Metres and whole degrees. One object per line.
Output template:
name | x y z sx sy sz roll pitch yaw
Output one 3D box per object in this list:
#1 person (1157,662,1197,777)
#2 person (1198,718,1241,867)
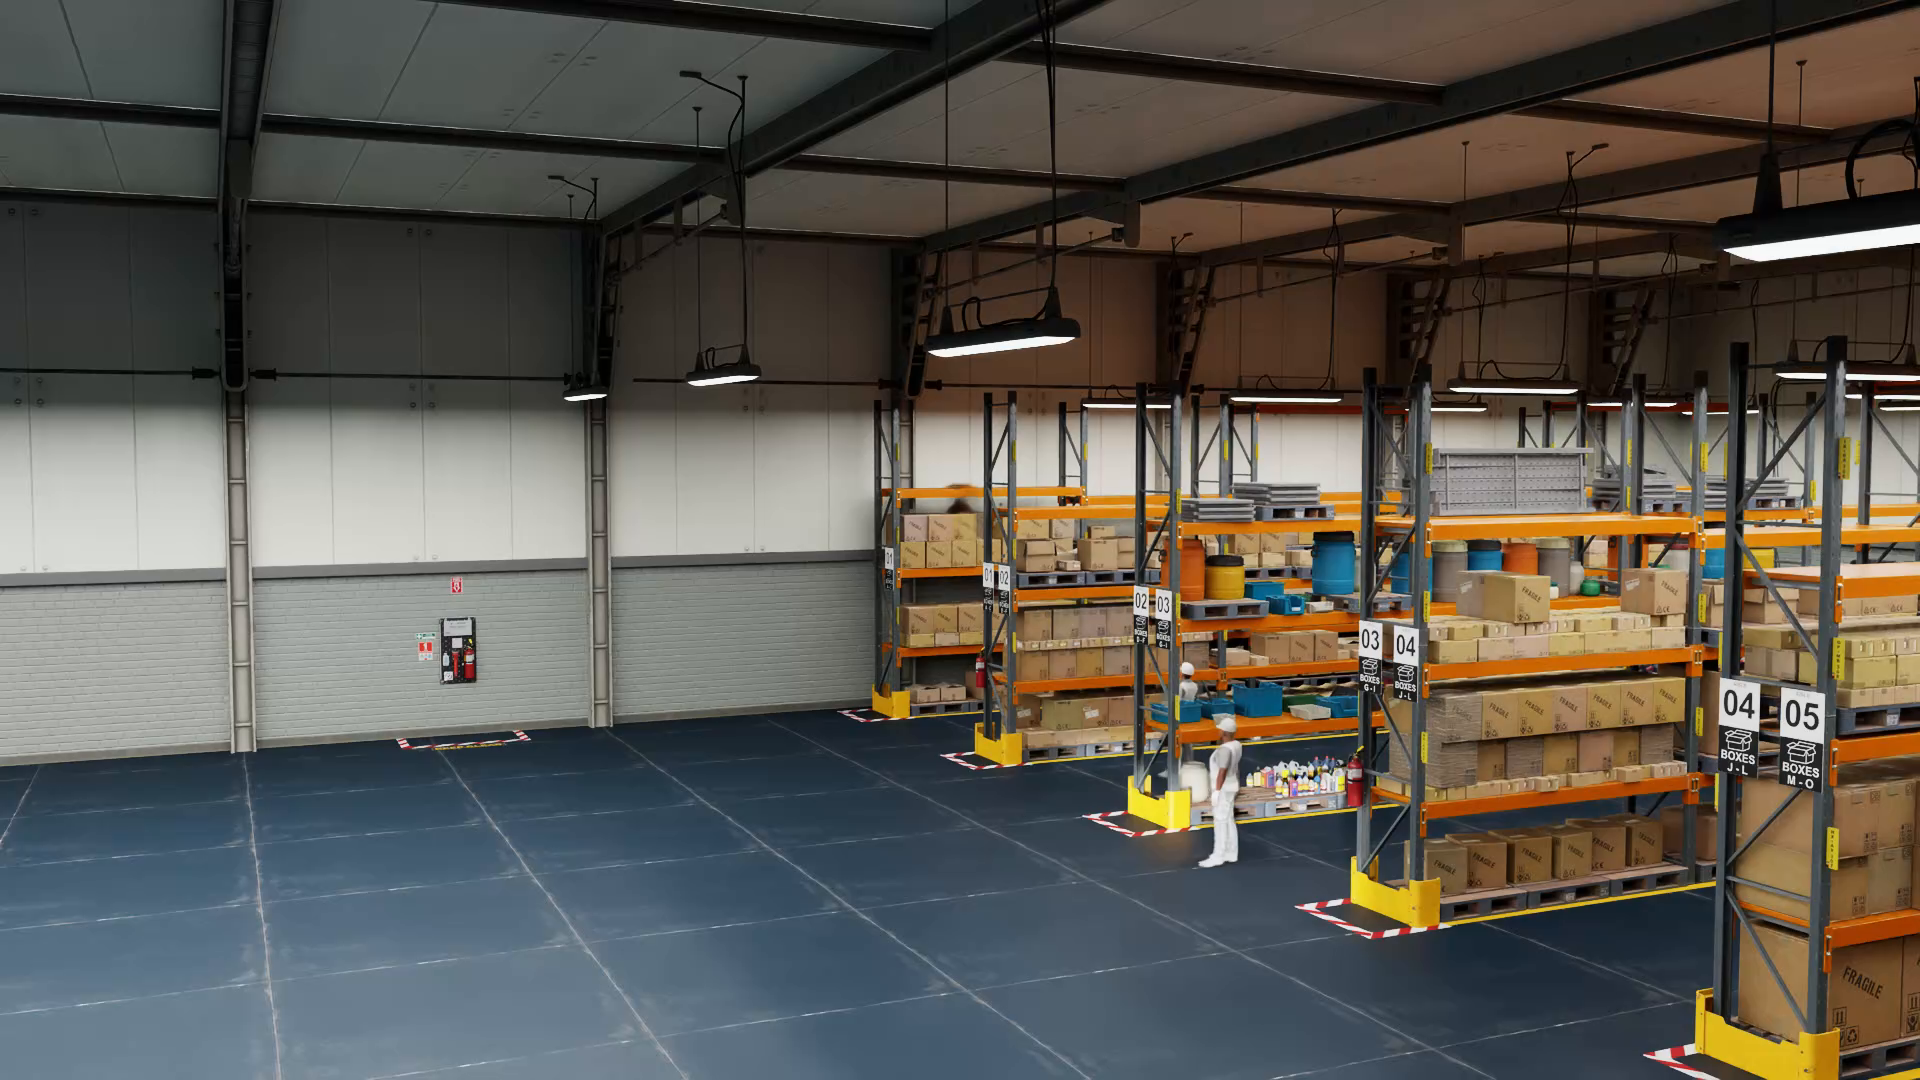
person | 3.384 2.782 25.828 0.562 1.785 0.555 1 4 21
person | 3.191 3.086 20.423 0.534 1.807 0.574 0 3 5
